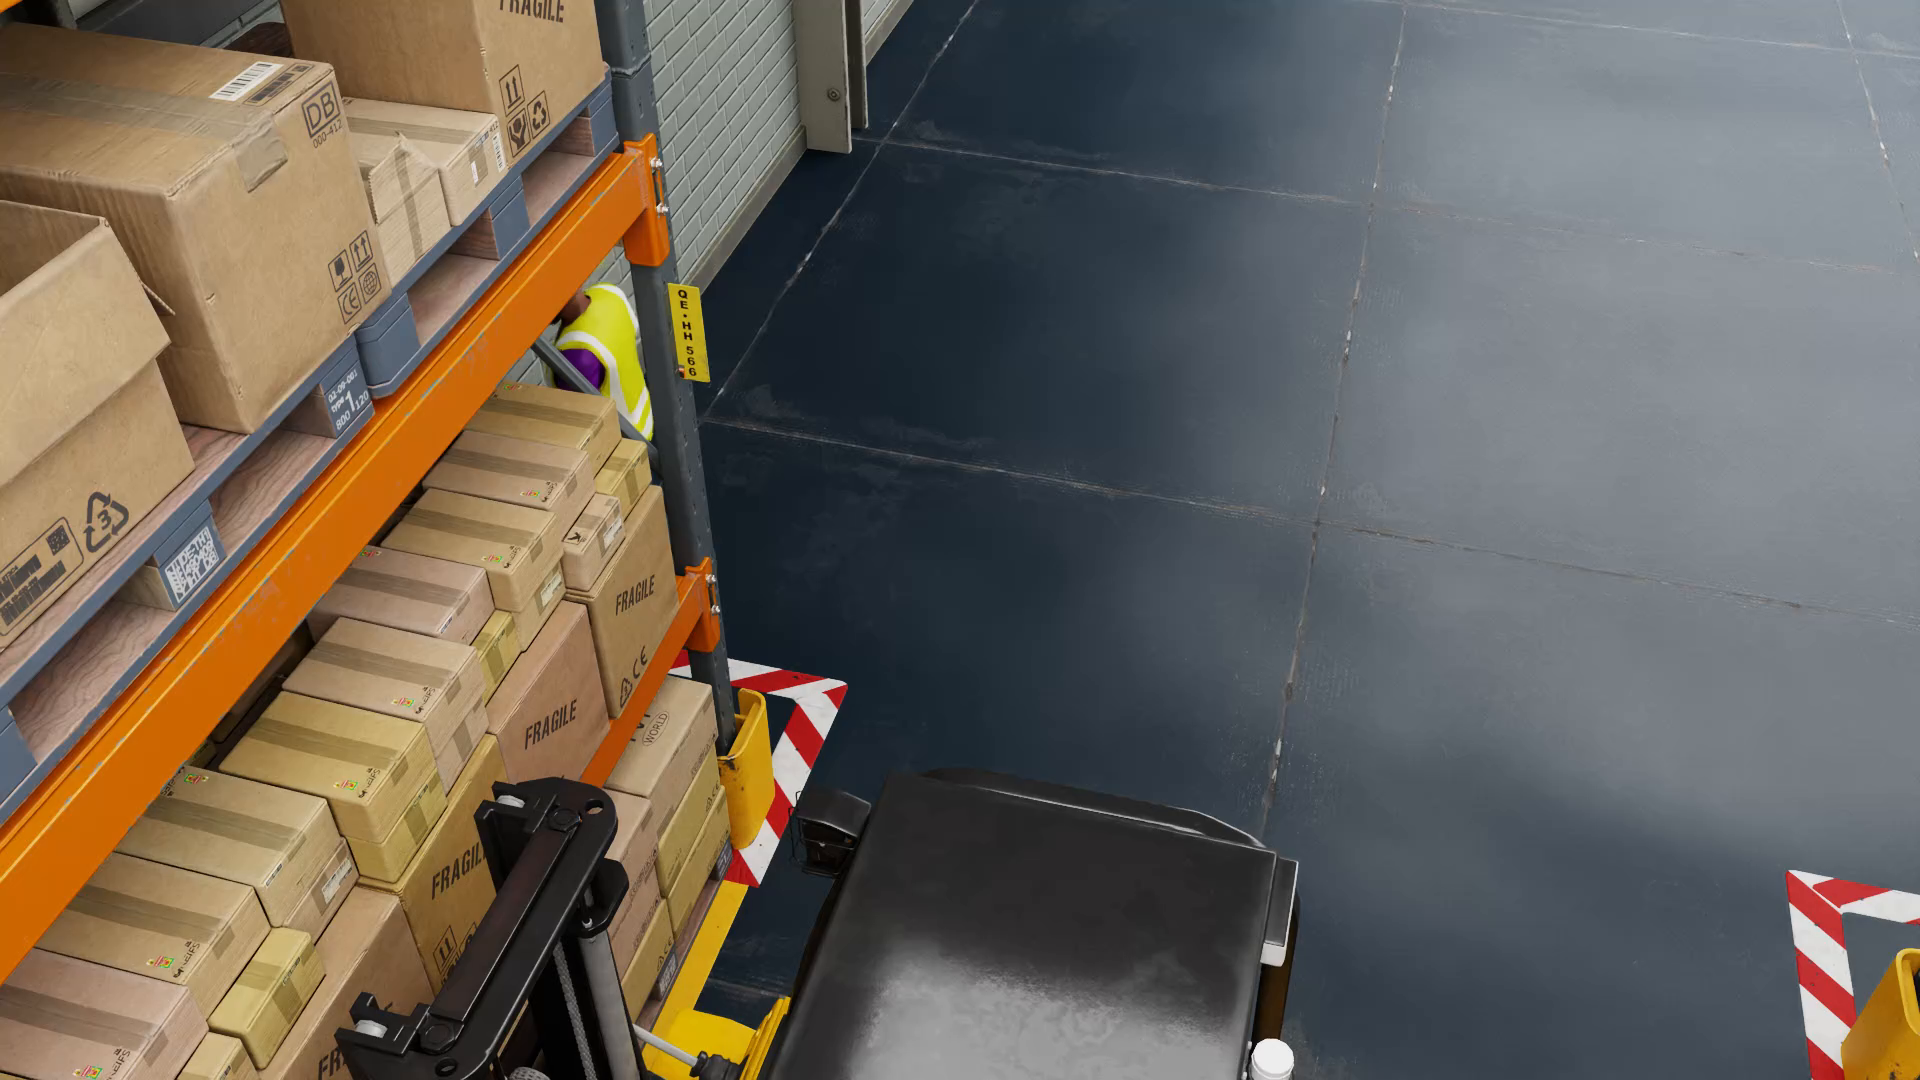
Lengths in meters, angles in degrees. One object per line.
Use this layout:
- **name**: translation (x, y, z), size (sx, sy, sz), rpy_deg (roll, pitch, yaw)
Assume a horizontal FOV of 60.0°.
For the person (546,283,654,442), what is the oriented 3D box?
- **person**: translation (-1.461, -0.405, 6.649), size (0.453, 1.719, 0.591), rpy_deg (3, 41, 4)
